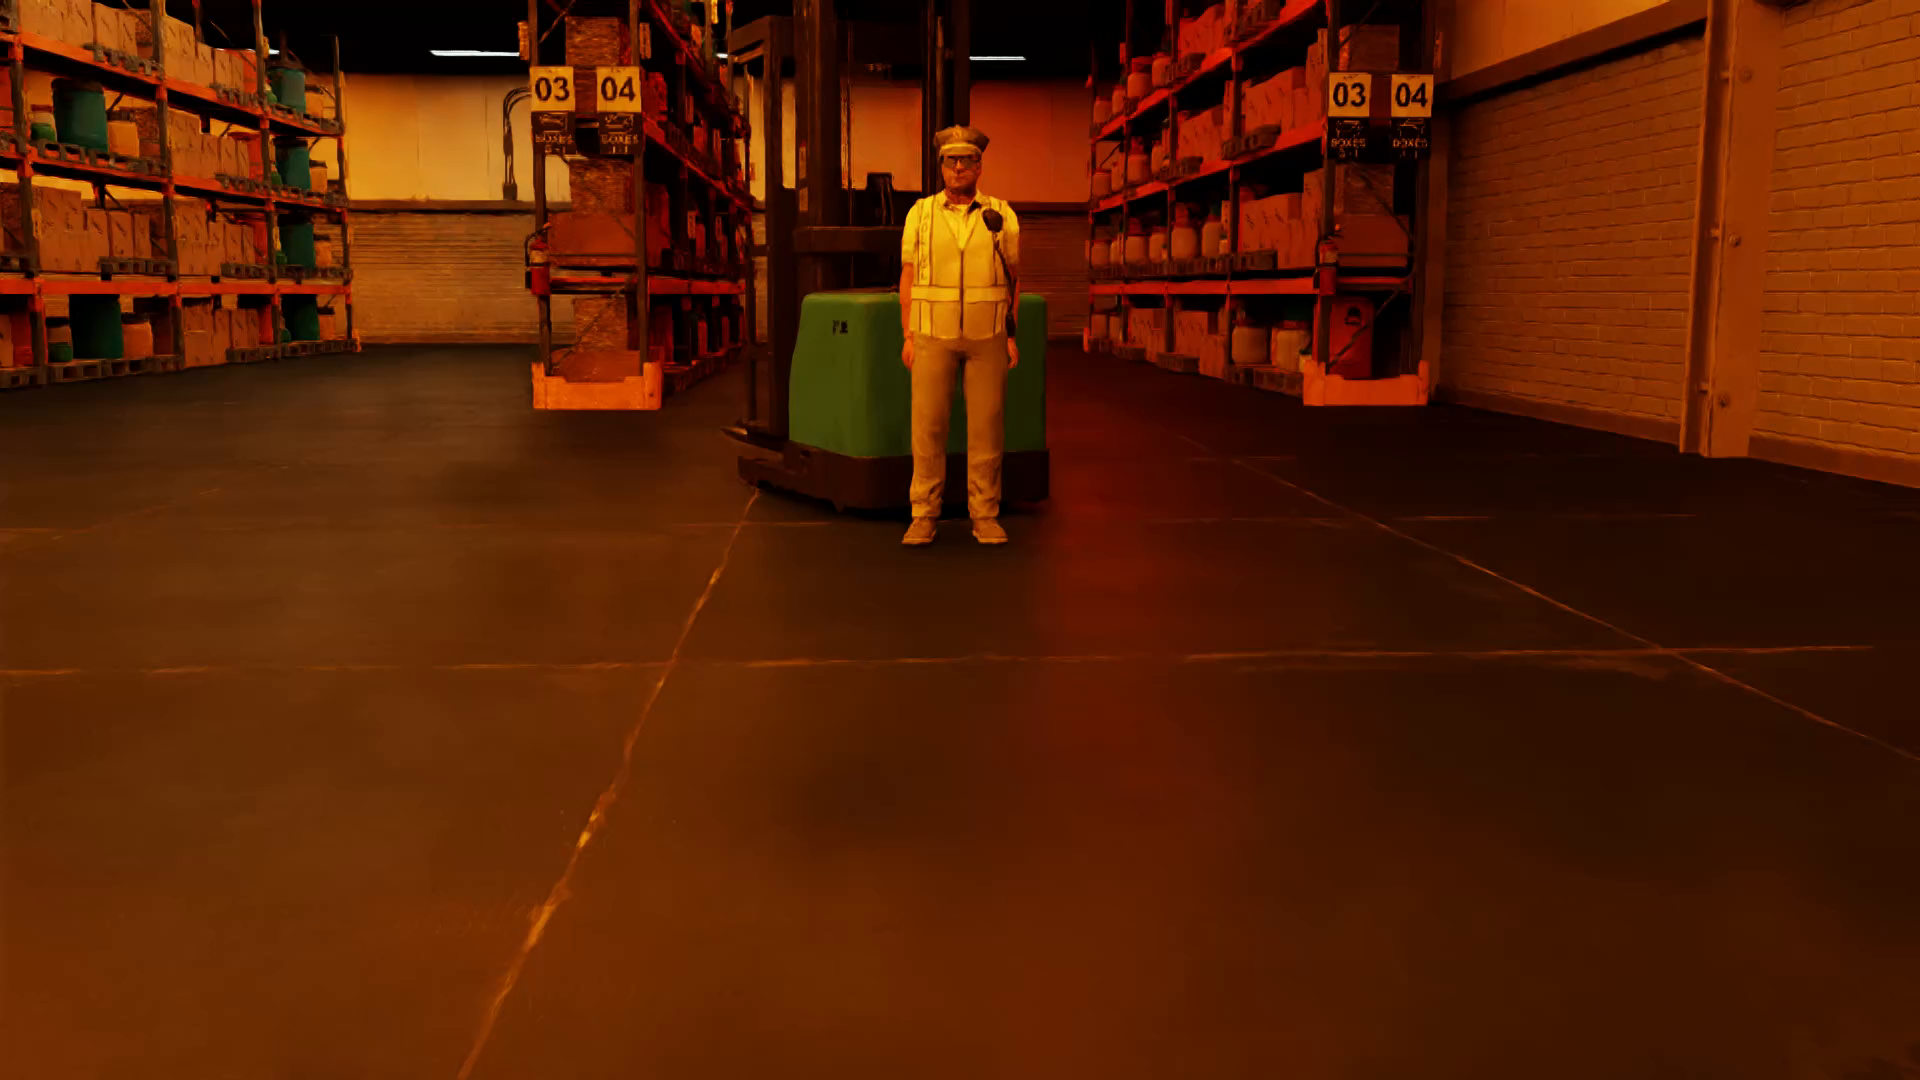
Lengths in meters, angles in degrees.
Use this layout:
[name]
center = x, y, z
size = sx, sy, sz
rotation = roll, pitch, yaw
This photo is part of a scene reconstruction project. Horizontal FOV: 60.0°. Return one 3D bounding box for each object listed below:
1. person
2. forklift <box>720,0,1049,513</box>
[person]
center = 0.002, -0.873, 7.164
size = 0.523, 1.773, 0.396
rotation = -1, 8, -4
[forklift]
center = -0.611, -1.759, 9.177
size = 1.130, 2.935, 3.031
rotation = -4, 9, -23
